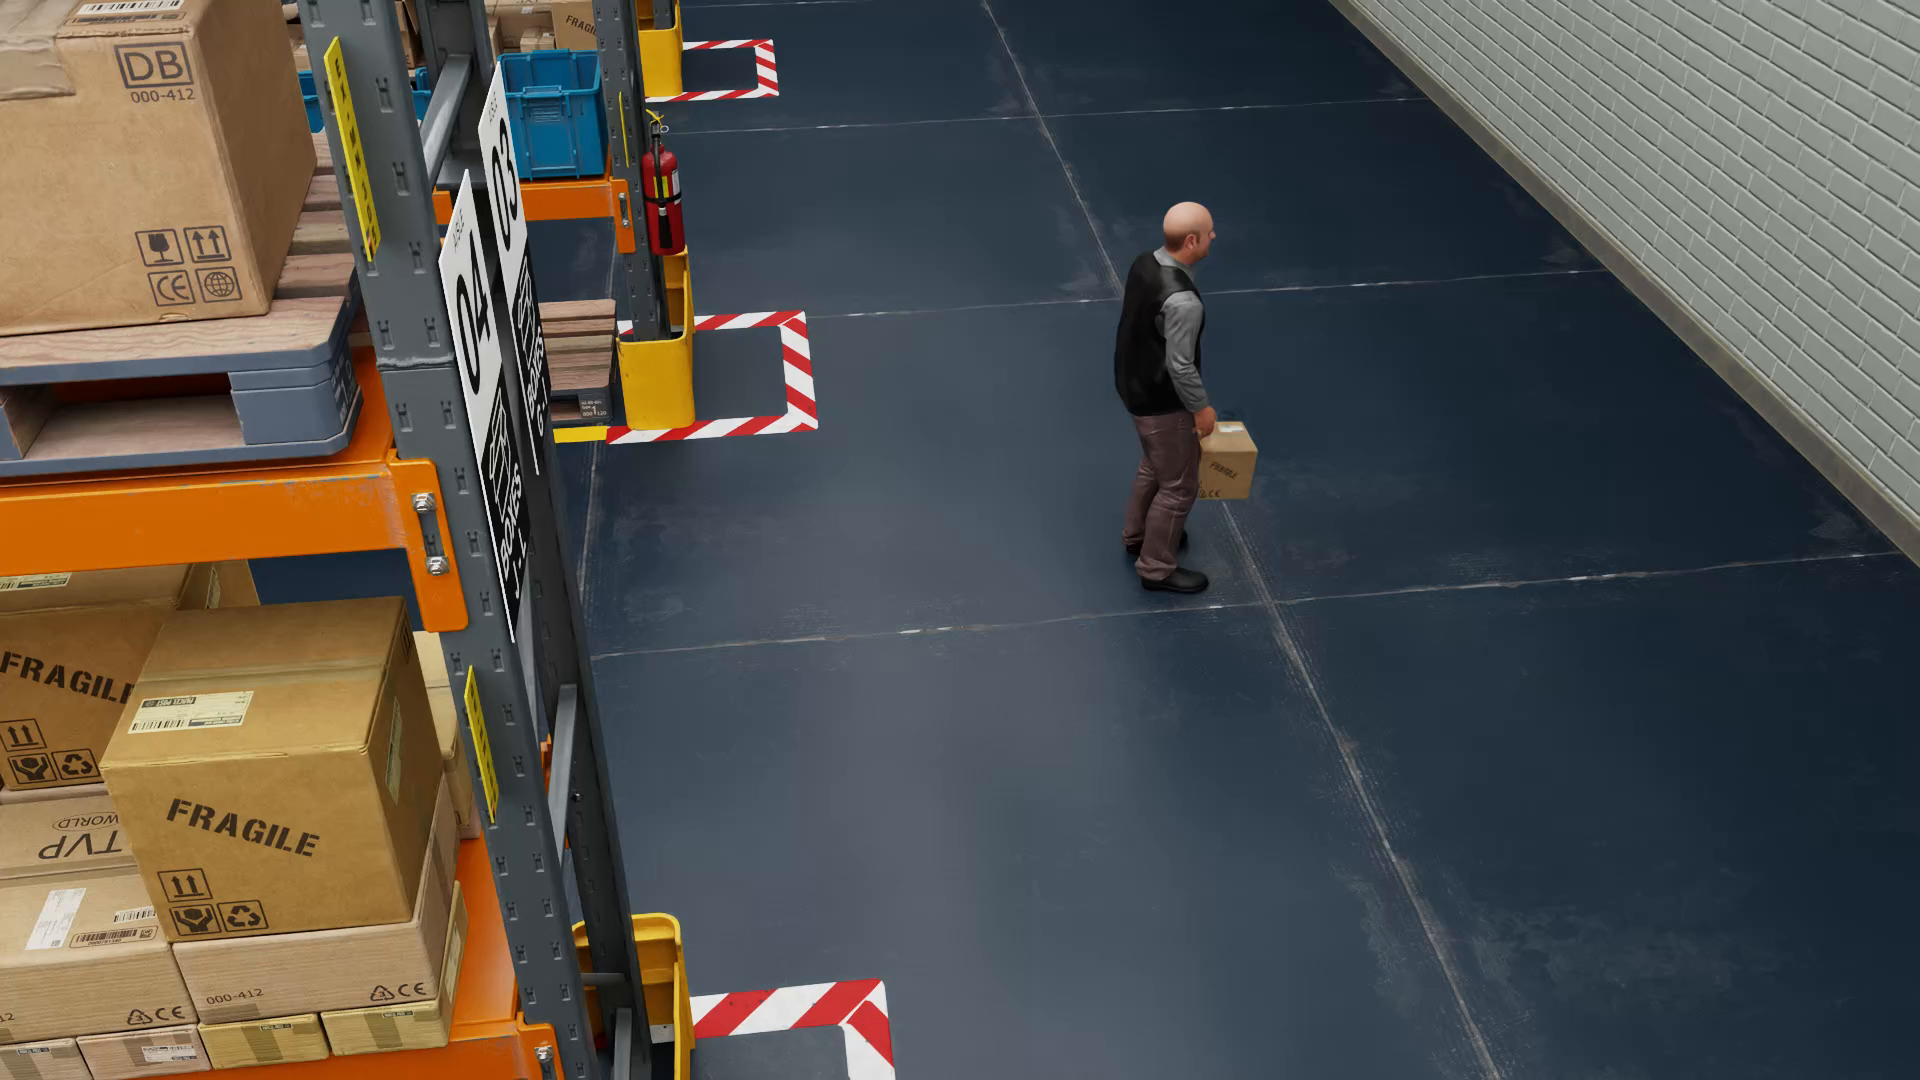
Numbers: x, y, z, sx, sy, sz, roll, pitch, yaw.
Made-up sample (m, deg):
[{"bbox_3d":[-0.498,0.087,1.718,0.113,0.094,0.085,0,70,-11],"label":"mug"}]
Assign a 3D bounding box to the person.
[{"bbox_3d":[0.861,-0.609,7.045,0.421,1.725,0.560,-5,35,-8],"label":"person"}]
